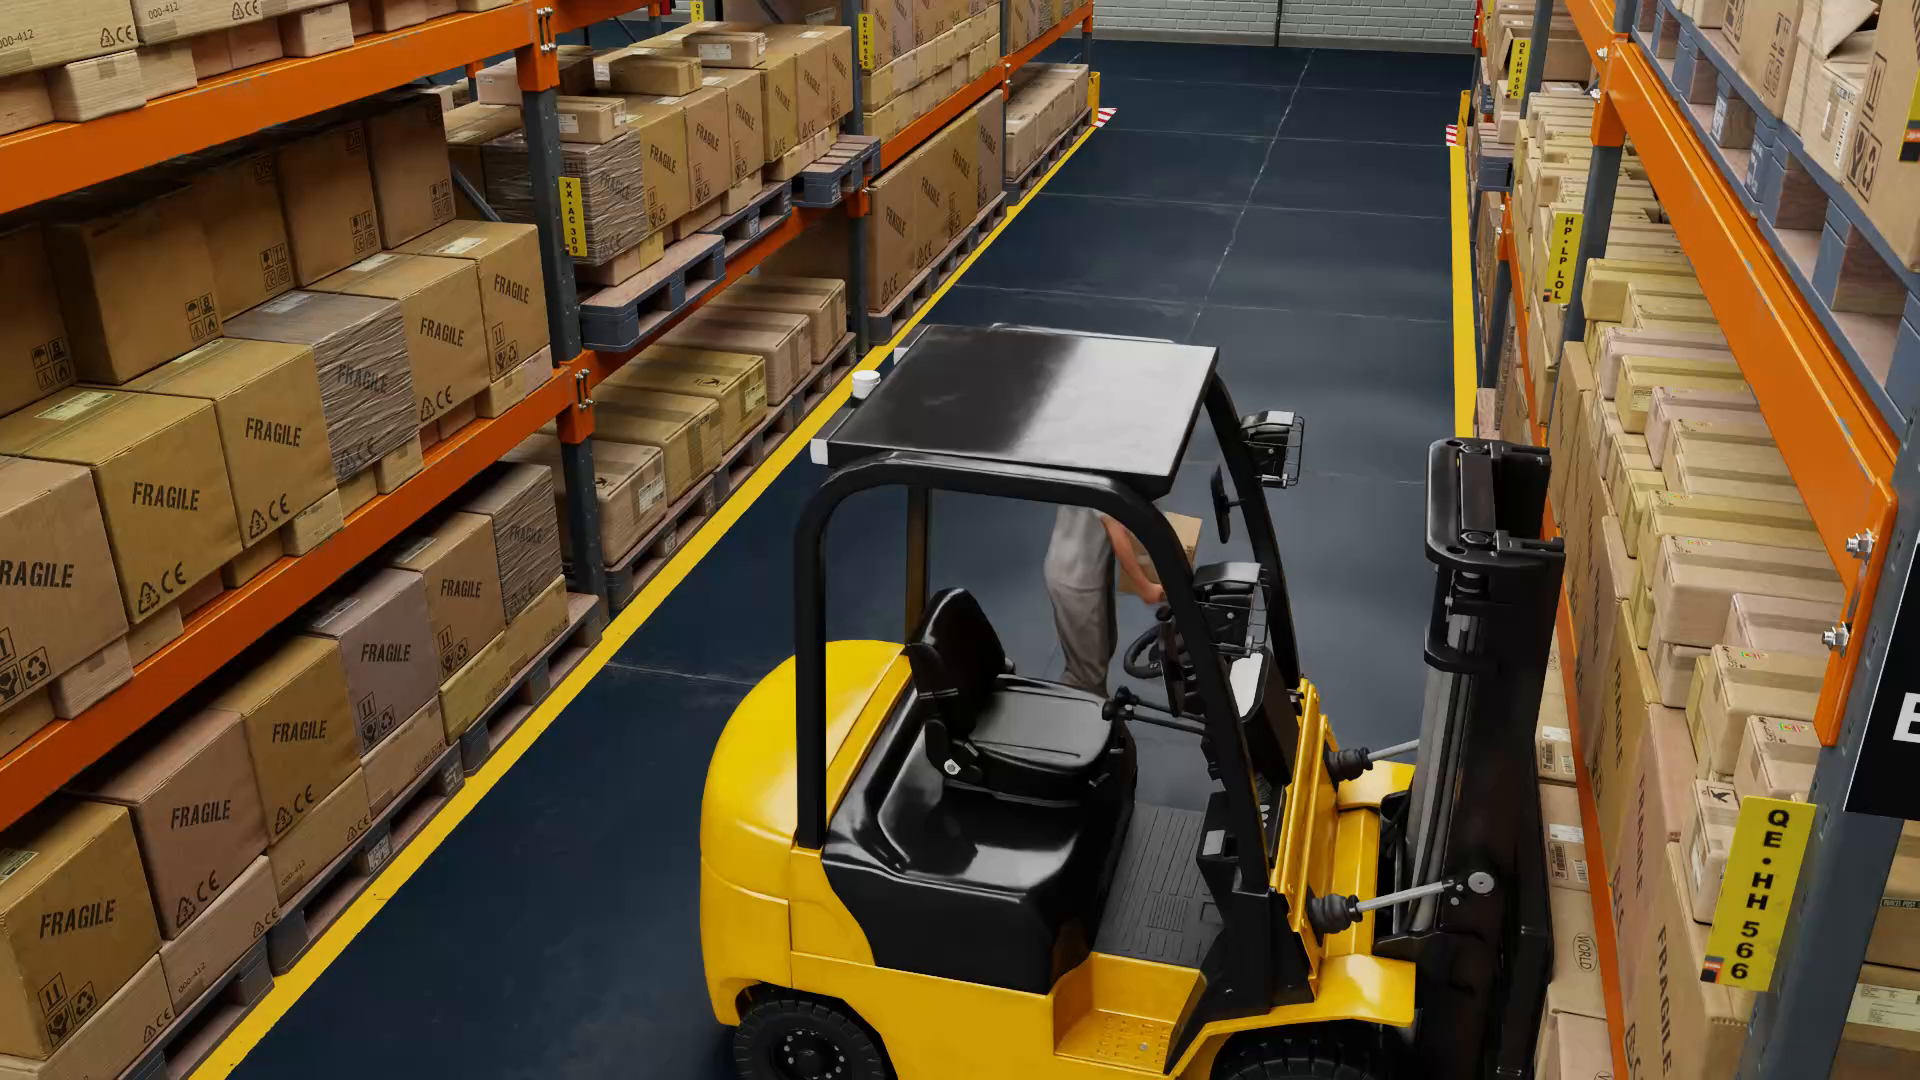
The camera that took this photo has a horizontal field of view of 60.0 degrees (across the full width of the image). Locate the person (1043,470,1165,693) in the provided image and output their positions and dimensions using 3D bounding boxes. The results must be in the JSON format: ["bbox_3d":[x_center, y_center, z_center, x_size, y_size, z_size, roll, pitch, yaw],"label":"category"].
[{"bbox_3d":[0.579,0.144,6.325,0.508,1.667,0.410,6,26,12],"label":"person"}]
